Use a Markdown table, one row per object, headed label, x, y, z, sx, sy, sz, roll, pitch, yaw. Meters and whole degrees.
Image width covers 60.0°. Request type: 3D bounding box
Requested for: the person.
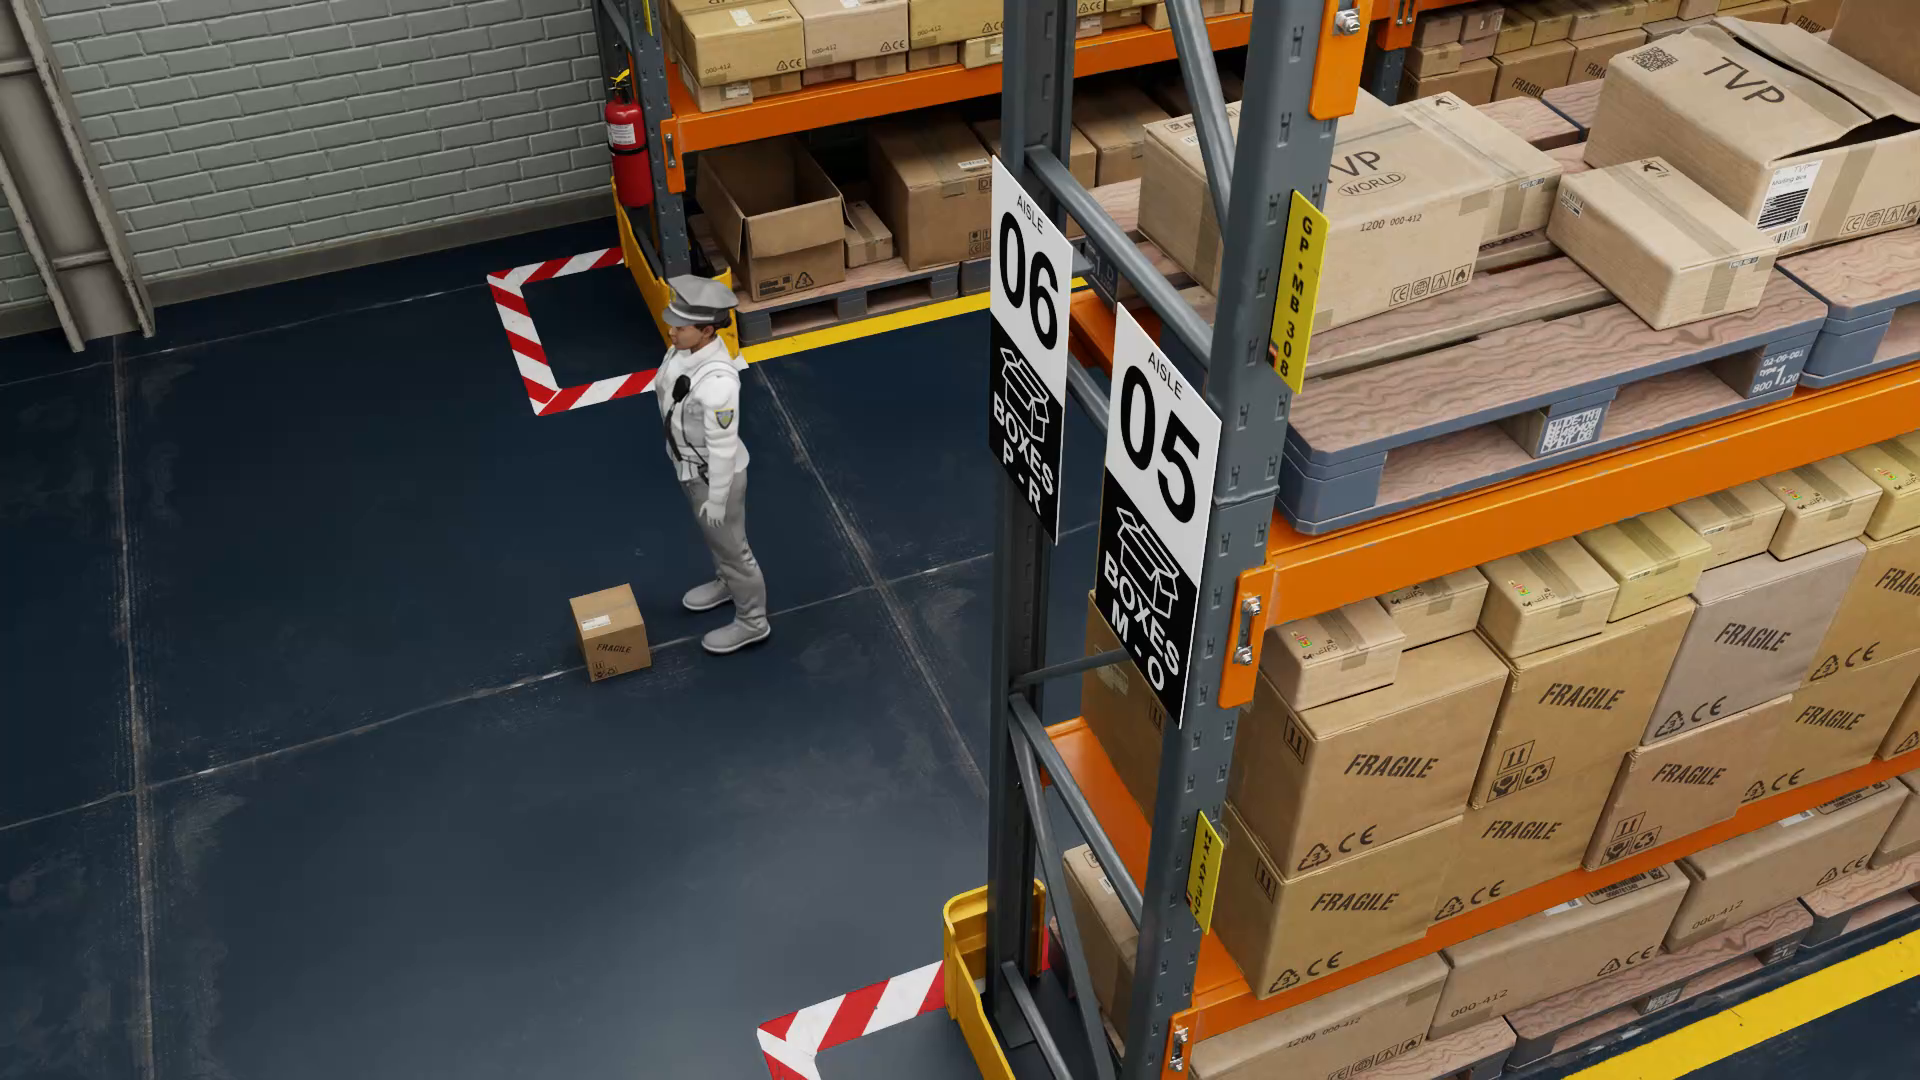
| label | x | y | z | sx | sy | sz | roll | pitch | yaw |
| --- | --- | --- | --- | --- | --- | --- | --- | --- | --- |
| person | -0.966 | -0.282 | 6.436 | 0.345 | 1.687 | 0.479 | -15 | 44 | -16 |
